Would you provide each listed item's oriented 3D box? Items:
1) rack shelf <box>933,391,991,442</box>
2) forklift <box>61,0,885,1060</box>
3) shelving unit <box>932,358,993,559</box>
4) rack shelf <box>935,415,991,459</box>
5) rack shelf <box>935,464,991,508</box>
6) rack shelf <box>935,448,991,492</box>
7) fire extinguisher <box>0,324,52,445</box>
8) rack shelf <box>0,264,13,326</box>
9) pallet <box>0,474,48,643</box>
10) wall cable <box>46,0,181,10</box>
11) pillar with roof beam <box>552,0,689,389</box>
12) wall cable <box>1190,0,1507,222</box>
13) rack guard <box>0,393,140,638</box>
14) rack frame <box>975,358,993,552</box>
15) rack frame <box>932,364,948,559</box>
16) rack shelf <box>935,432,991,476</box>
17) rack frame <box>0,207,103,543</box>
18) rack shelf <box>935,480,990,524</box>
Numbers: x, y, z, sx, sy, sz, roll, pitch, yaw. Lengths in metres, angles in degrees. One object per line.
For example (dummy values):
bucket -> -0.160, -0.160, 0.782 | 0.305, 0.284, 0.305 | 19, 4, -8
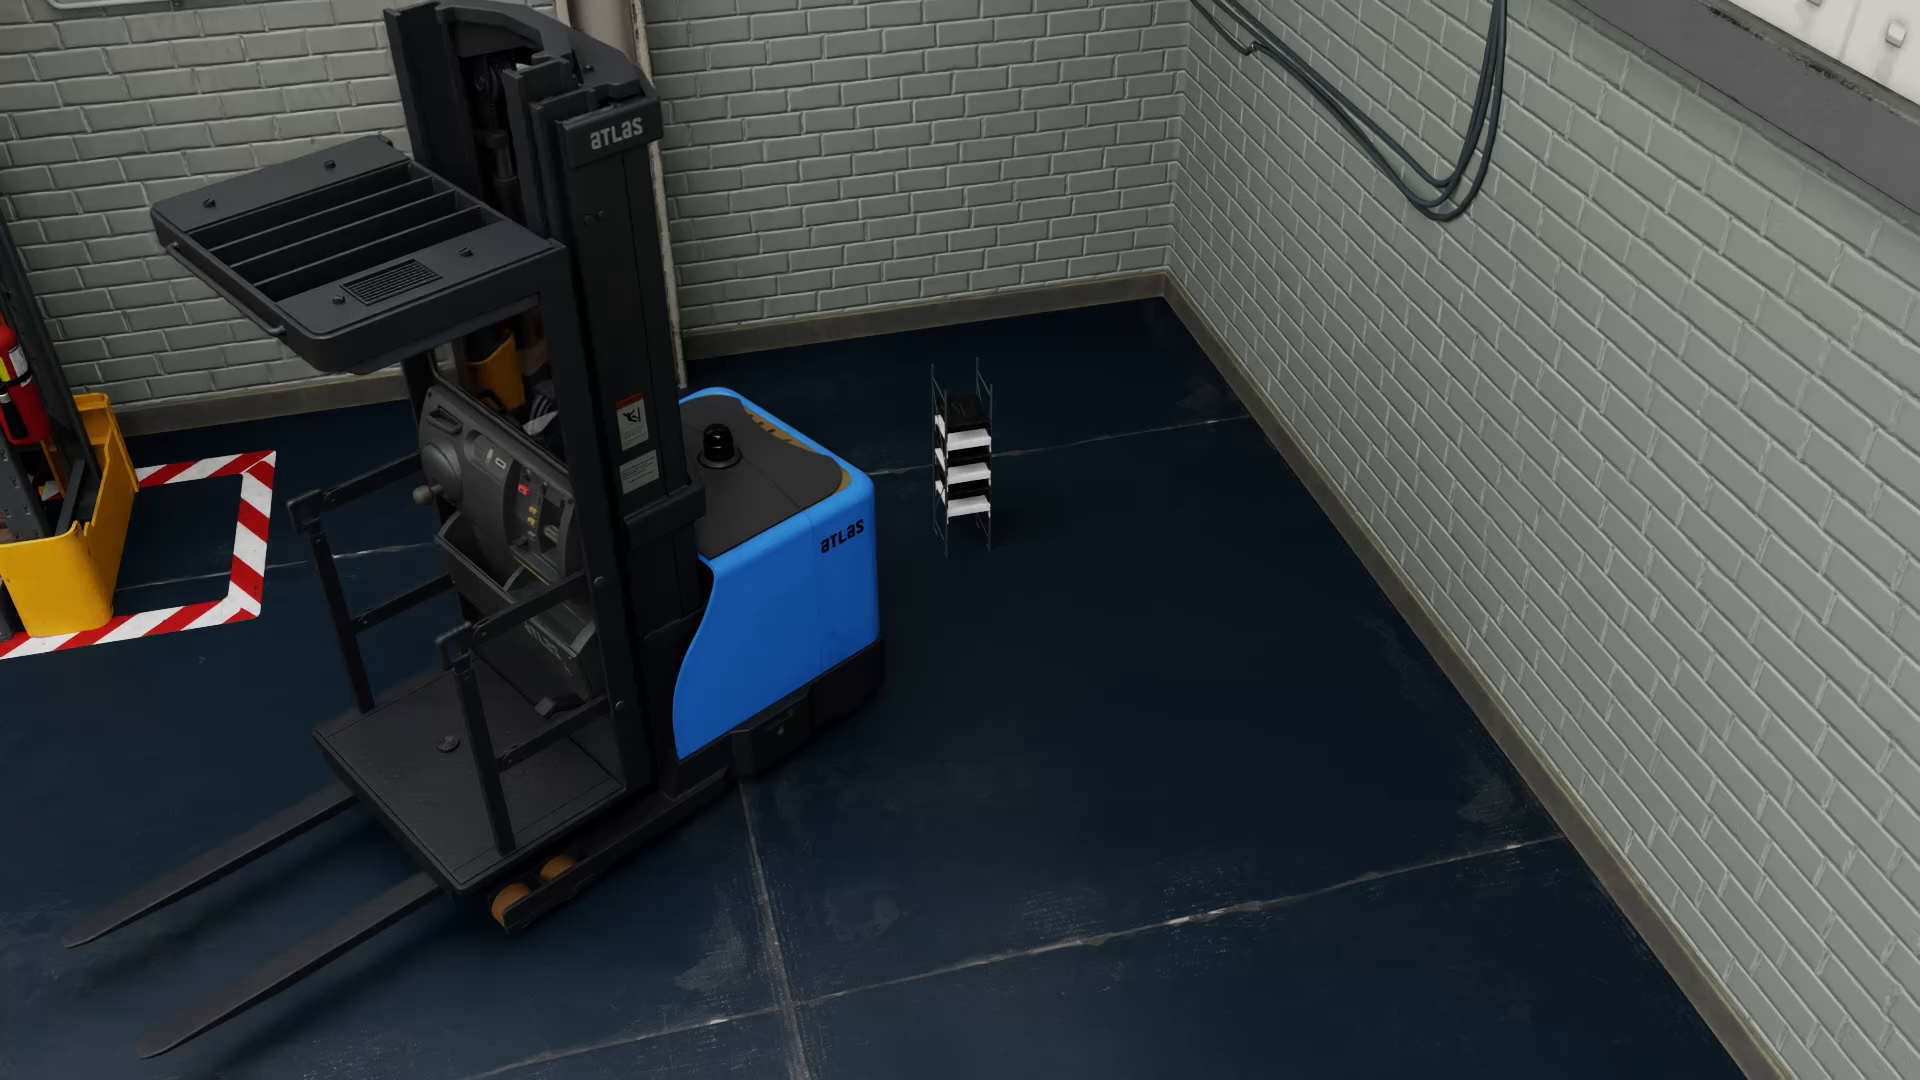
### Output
rack shelf -> 0.008, -0.547, 7.334 | 0.200, 0.077, 0.258 | -9, 38, -12
forklift -> -1.721, -0.132, 5.511 | 3.031, 2.935, 1.130 | -30, 47, -33
shelving unit -> 0.008, -0.359, 7.478 | 0.210, 0.900, 0.258 | -9, 38, -12
rack shelf -> 0.008, -0.475, 7.389 | 0.200, 0.077, 0.258 | -9, 38, -12
rack shelf -> 0.008, -0.261, 7.553 | 0.200, 0.077, 0.258 | -9, 38, -12
rack shelf -> 0.008, -0.332, 7.499 | 0.200, 0.077, 0.258 | -9, 38, -12
fire extinguisher -> -3.784, -0.698, 6.564 | 0.183, 0.674, 0.296 | -9, 38, -12
rack shelf -> -5.980, -0.521, 6.555 | 4.000, 0.370, 1.077 | -9, 38, -12
pallet -> -4.801, 0.156, 7.372 | 1.213, 0.211, 1.003 | -9, 38, -12
wall cable -> -3.060, -2.285, 7.432 | 1.851, 1.984, 0.084 | -9, 38, -12
pillar with roof beam -> -0.546, -1.916, 2.849 | 0.400, 9.000, 9.100 | -9, 38, -12
wall cable -> 1.504, -2.959, 6.768 | 0.112, 2.526, 3.097 | -9, 38, -12
rack guard -> -4.026, -0.135, 7.515 | 0.348, 0.500, 1.175 | -9, 38, -12
rack frame -> 0.106, -0.375, 7.499 | 0.006, 0.900, 0.240 | -9, 38, -12
rack frame -> -0.090, -0.343, 7.457 | 0.006, 0.900, 0.240 | -9, 38, -12
rack shelf -> 0.008, -0.404, 7.444 | 0.200, 0.077, 0.258 | -9, 38, -12
rack frame -> -4.050, -1.124, 6.750 | 0.127, 3.000, 1.000 | -9, 38, -12
rack shelf -> 0.008, -0.189, 7.608 | 0.200, 0.077, 0.258 | -9, 38, -12
